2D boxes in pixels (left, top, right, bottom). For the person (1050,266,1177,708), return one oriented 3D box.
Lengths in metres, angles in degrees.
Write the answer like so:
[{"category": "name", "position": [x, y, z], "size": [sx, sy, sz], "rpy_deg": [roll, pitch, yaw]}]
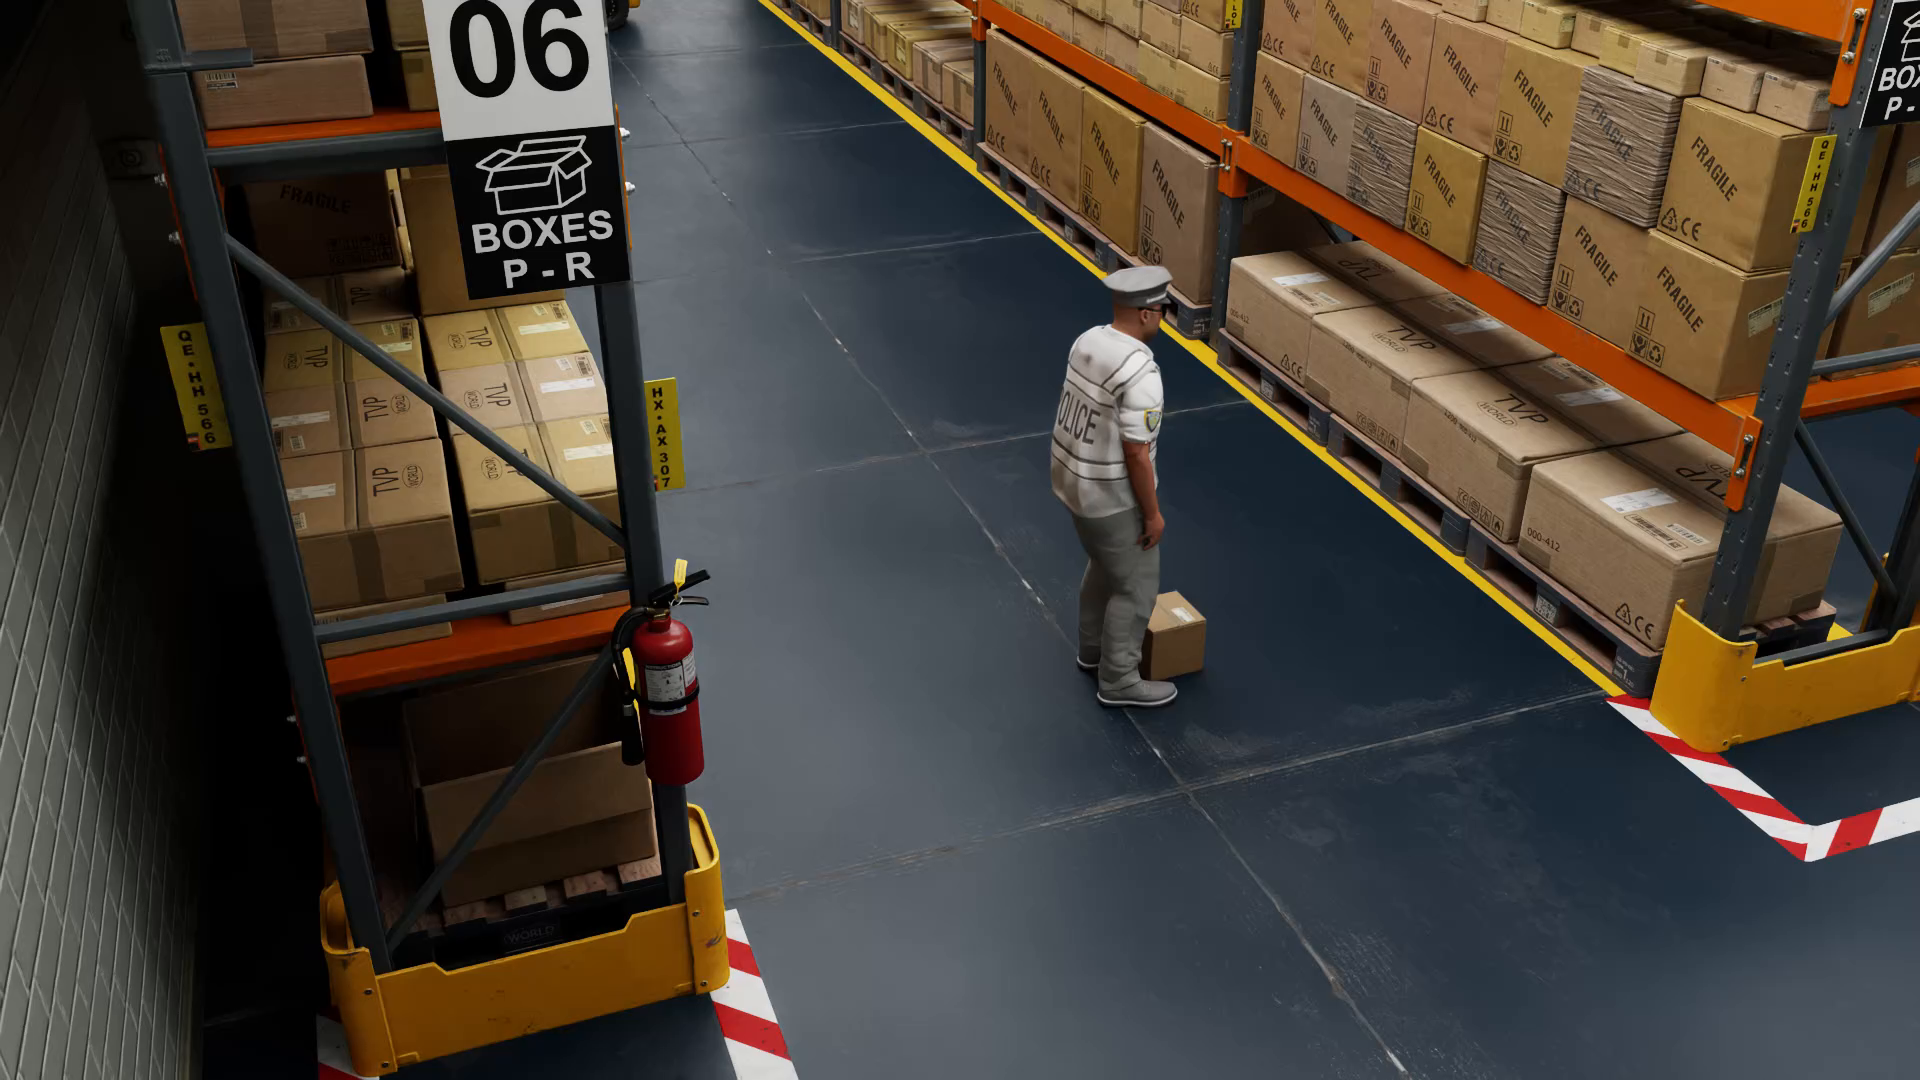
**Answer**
[{"category": "person", "position": [0.610, -0.200, 6.474], "size": [0.480, 1.746, 0.593], "rpy_deg": [-12, 32, -20]}]
